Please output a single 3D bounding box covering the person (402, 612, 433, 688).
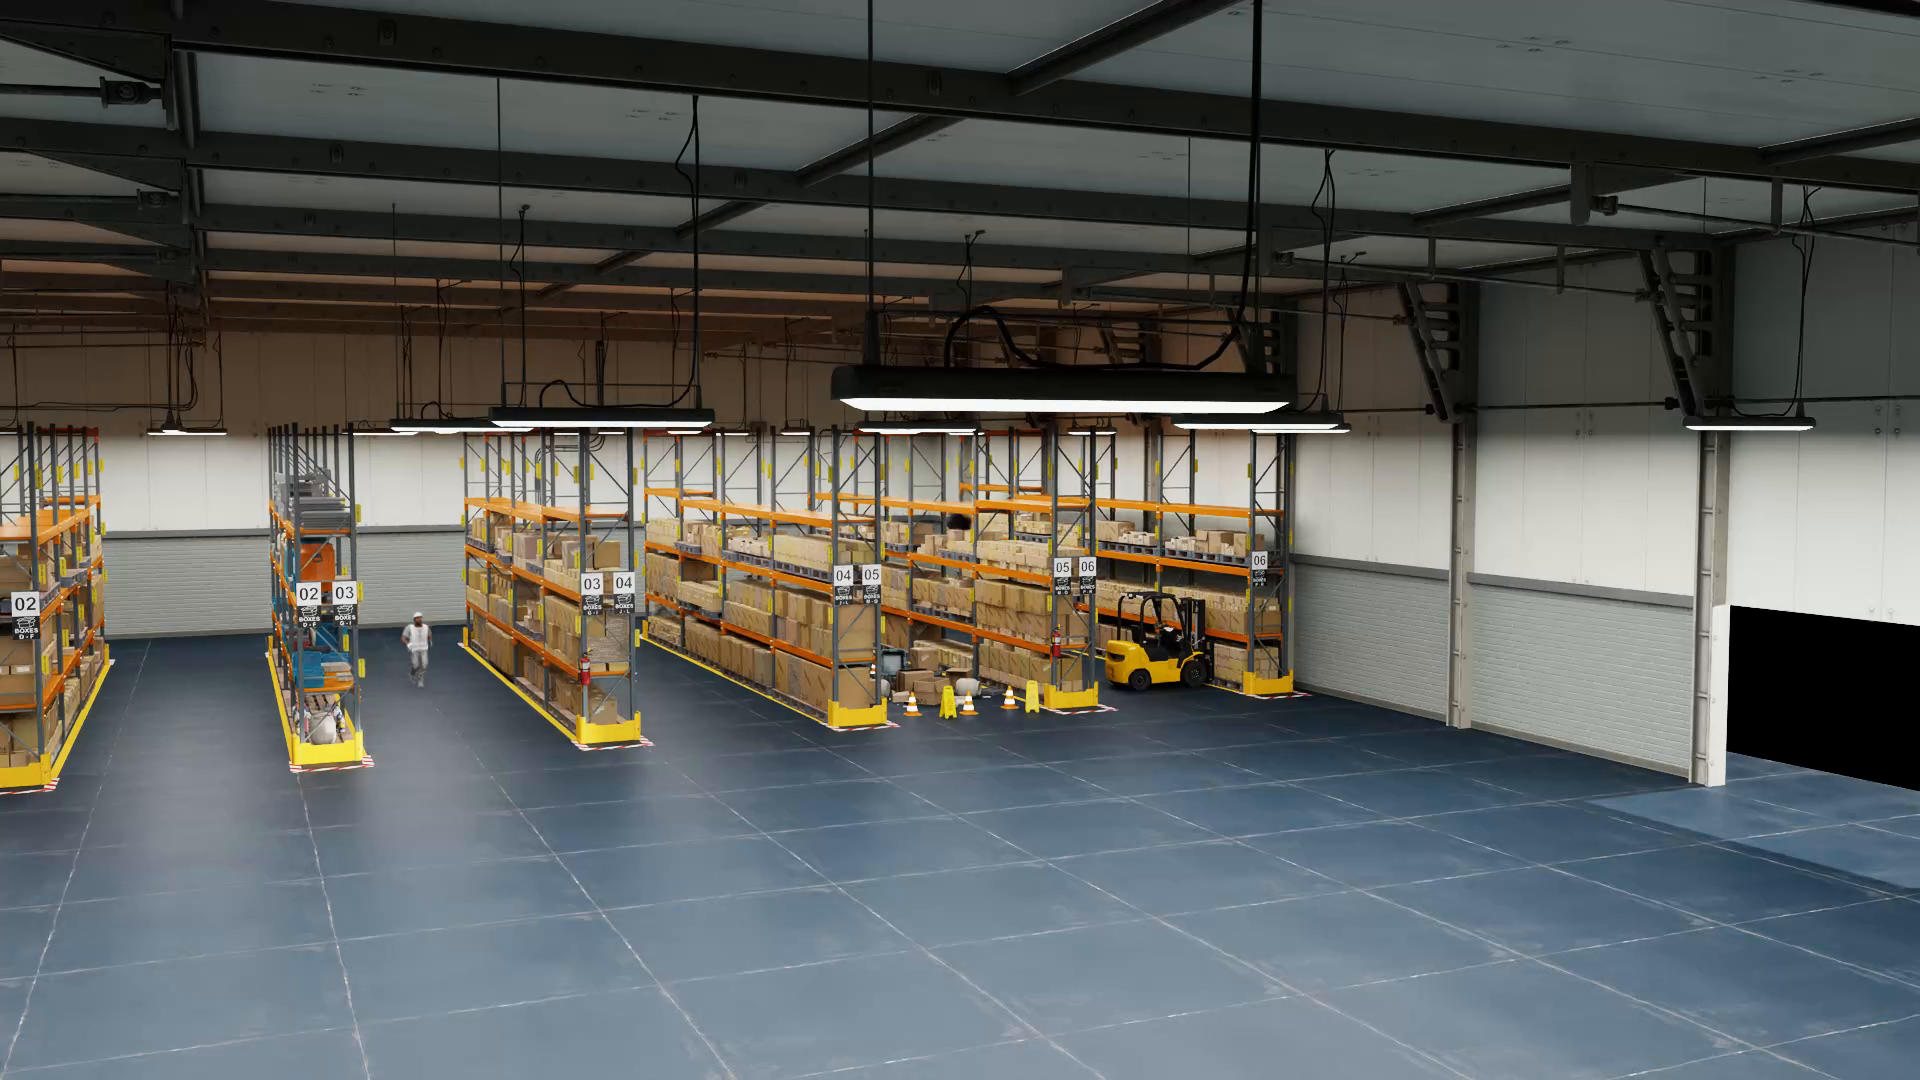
[{"bbox_3d":[-12.397,2.525,38.104,0.678,1.735,0.612,-2,4,-33],"label":"person"}]

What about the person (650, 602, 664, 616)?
[{"bbox_3d":[-8.929,1.918,49.259,0.536,1.616,0.614,0,4,8],"label":"person"}]

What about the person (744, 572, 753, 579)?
[{"bbox_3d":[-6.404,1.805,50.405,0.742,1.768,0.627,-1,4,-14],"label":"person"}]
